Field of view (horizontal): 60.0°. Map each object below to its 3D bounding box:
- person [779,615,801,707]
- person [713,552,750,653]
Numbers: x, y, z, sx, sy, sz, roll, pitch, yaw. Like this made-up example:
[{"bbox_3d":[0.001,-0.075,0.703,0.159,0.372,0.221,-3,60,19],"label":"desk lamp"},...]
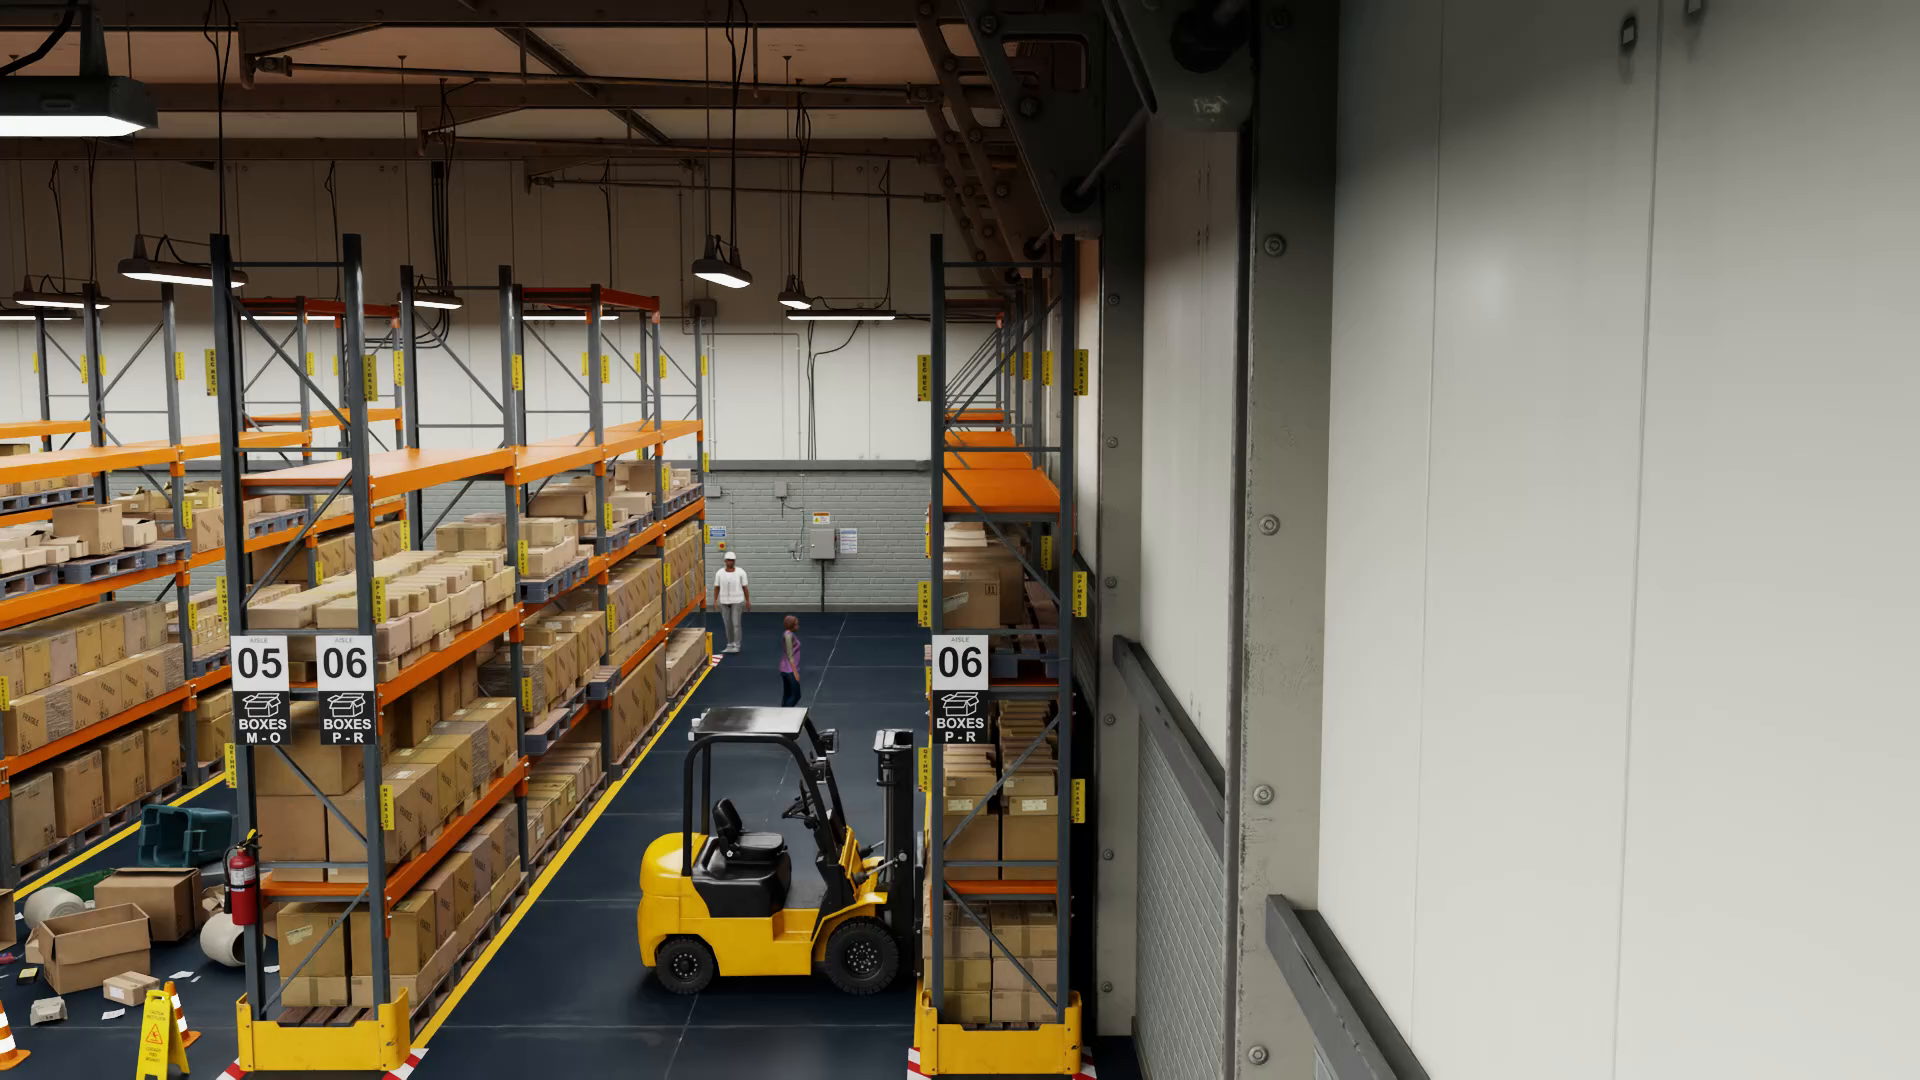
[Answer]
[{"bbox_3d":[-2.345,1.833,22.927,0.334,1.607,0.464,-1,6,-10],"label":"person"},{"bbox_3d":[-3.991,1.104,29.009,0.628,1.804,0.425,2,7,20],"label":"person"}]
